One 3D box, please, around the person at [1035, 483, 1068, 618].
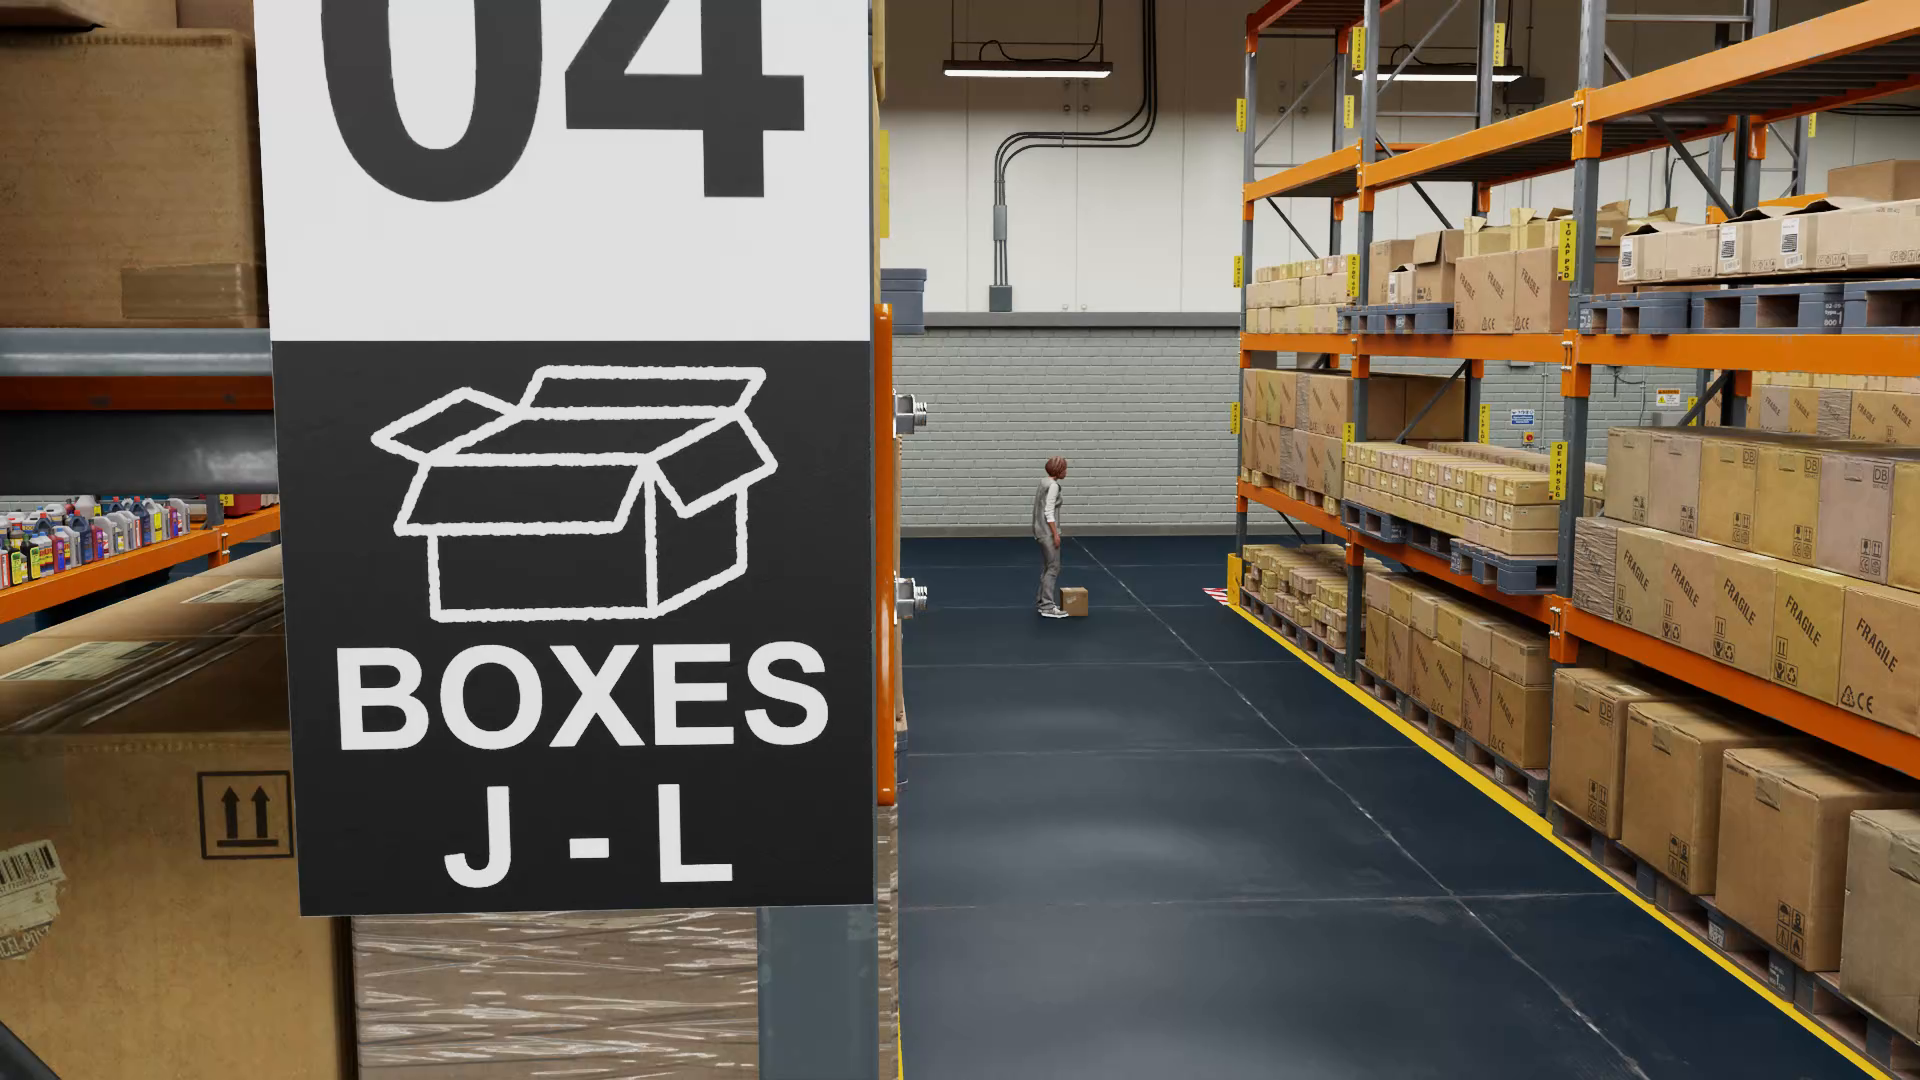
[{"bbox_3d":[0.907,0.079,16.643,0.320,1.352,0.462,0,7,-3],"label":"person"}]
